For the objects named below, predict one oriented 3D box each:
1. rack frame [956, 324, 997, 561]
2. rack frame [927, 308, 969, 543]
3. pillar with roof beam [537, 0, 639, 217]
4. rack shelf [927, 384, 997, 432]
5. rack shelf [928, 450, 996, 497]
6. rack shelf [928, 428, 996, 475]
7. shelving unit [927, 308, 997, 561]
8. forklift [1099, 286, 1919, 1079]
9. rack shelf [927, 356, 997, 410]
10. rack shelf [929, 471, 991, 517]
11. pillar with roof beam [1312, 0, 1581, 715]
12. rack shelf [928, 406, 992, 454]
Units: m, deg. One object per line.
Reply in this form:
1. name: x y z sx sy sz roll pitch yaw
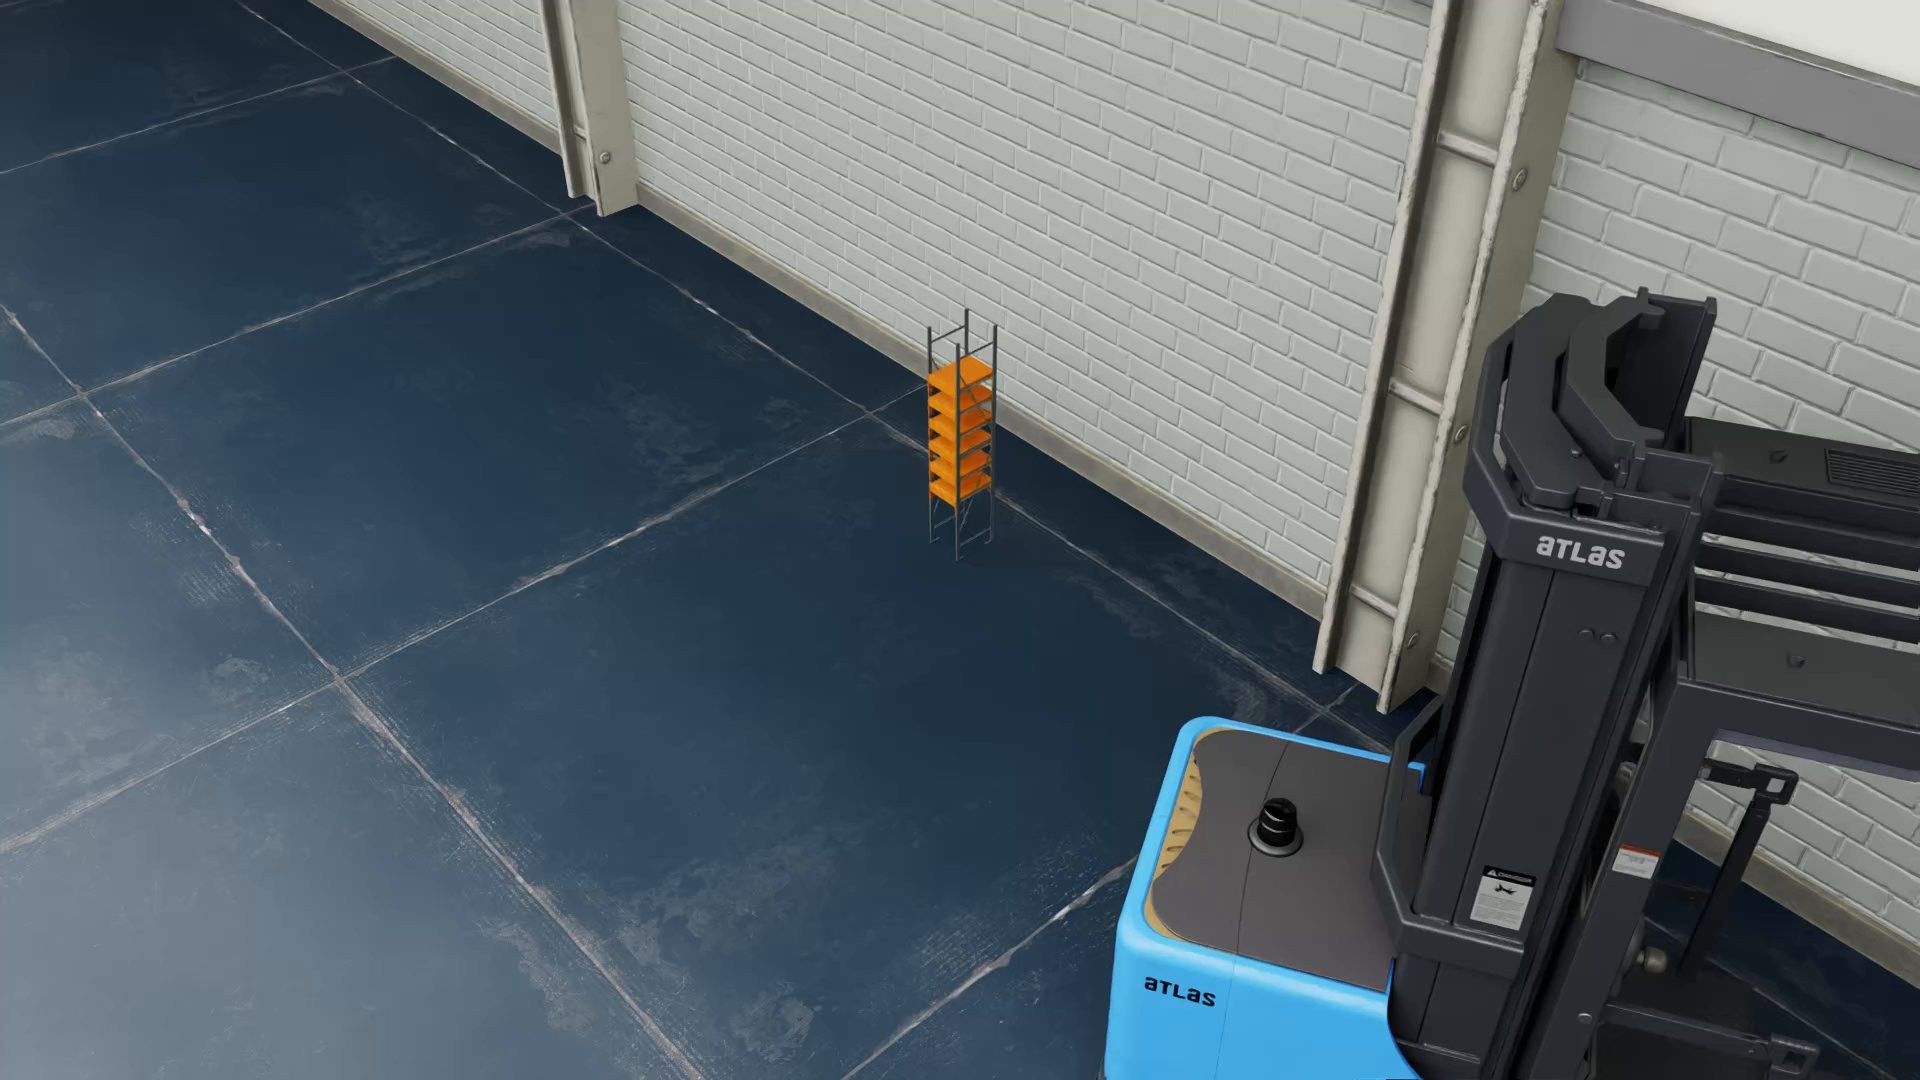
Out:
1. rack frame: 0.072 -0.418 7.520 0.240 1.200 0.006 -30 48 -32
2. rack frame: -0.052 -0.502 7.625 0.240 1.200 0.006 -30 48 -32
3. pillar with roof beam: -5.446 -3.862 5.578 9.100 9.000 0.400 -30 48 -32
4. rack shelf: 0.010 -0.612 7.450 0.258 0.103 0.180 -30 48 -32
5. rack shelf: 0.010 -0.332 7.676 0.258 0.103 0.180 -30 48 -32
6. rack shelf: 0.010 -0.426 7.600 0.258 0.103 0.180 -30 48 -32
7. shelving unit: 0.010 -0.460 7.573 0.258 1.200 0.189 -30 48 -32
8. forklift: 2.023 0.845 4.579 3.031 2.935 1.130 12 40 14
9. rack shelf: 0.010 -0.706 7.374 0.258 0.103 0.180 -30 48 -32
10. rack shelf: 0.010 -0.239 7.751 0.258 0.103 0.180 -30 48 -32
11. pillar with roof beam: -1.388 -1.085 2.140 9.100 9.000 0.400 -30 48 -32
12. rack shelf: 0.010 -0.519 7.525 0.258 0.103 0.180 -30 48 -32
